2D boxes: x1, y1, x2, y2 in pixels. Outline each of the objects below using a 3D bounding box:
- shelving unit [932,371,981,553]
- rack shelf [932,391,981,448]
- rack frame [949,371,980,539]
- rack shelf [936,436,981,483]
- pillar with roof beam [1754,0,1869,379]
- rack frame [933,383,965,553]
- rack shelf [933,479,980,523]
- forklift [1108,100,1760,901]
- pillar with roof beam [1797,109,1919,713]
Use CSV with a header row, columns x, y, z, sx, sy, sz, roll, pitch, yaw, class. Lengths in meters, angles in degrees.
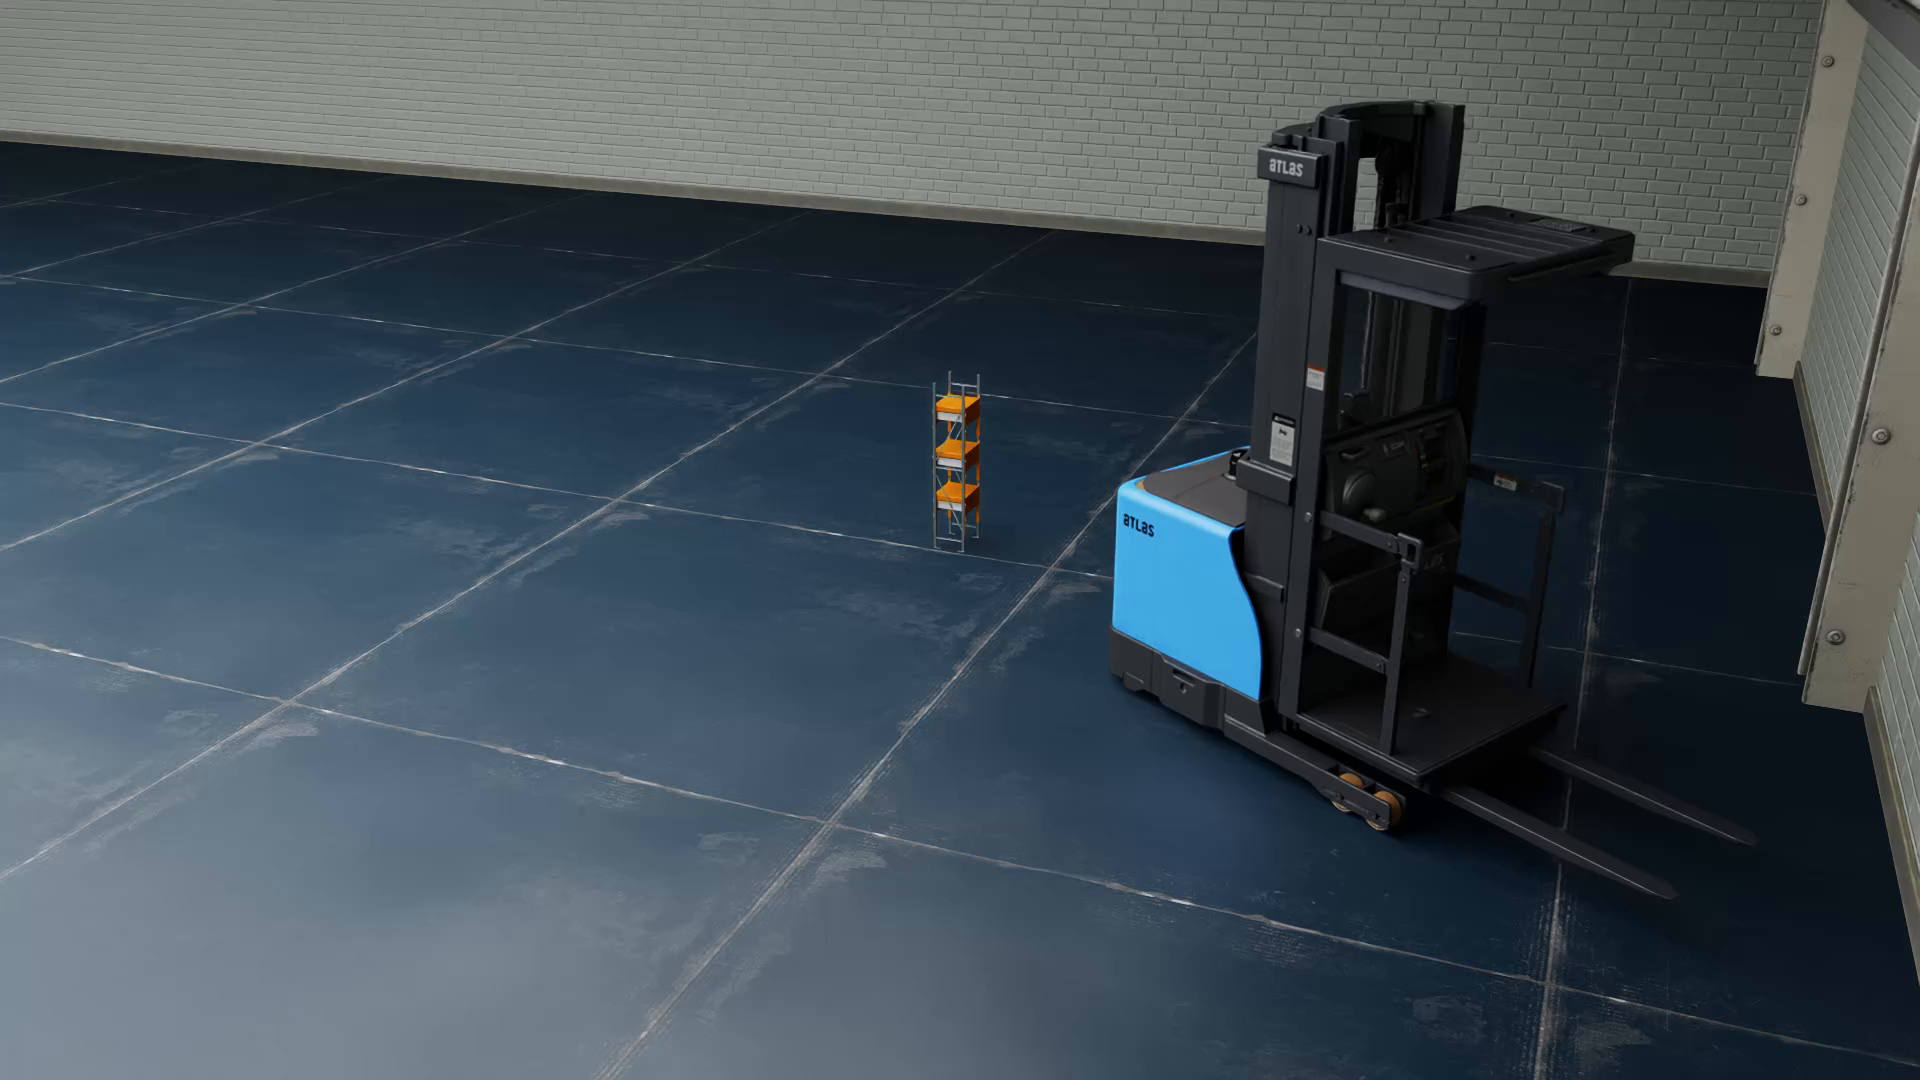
x,y,z,sx,sy,sz,roll,pitch,yaw,class
-0.020,-0.465,10.002,0.215,1.050,0.252,9,24,20,shelving unit
-0.020,-0.717,9.897,0.215,0.259,0.240,9,24,20,rack shelf
0.025,-0.509,10.106,0.200,1.050,0.008,9,24,20,rack frame
-0.020,-0.456,10.006,0.215,0.259,0.240,9,24,20,rack shelf
2.652,-6.150,13.298,9.100,9.000,0.400,9,24,20,pillar with roof beam
-0.065,-0.422,9.897,0.200,1.050,0.008,9,24,20,rack frame
-0.020,-0.199,10.113,0.215,0.259,0.240,9,24,20,rack shelf
2.057,-0.306,7.181,1.130,2.935,3.031,-17,28,-35,forklift
0.423,-4.003,8.157,9.100,9.000,0.400,9,24,20,pillar with roof beam
